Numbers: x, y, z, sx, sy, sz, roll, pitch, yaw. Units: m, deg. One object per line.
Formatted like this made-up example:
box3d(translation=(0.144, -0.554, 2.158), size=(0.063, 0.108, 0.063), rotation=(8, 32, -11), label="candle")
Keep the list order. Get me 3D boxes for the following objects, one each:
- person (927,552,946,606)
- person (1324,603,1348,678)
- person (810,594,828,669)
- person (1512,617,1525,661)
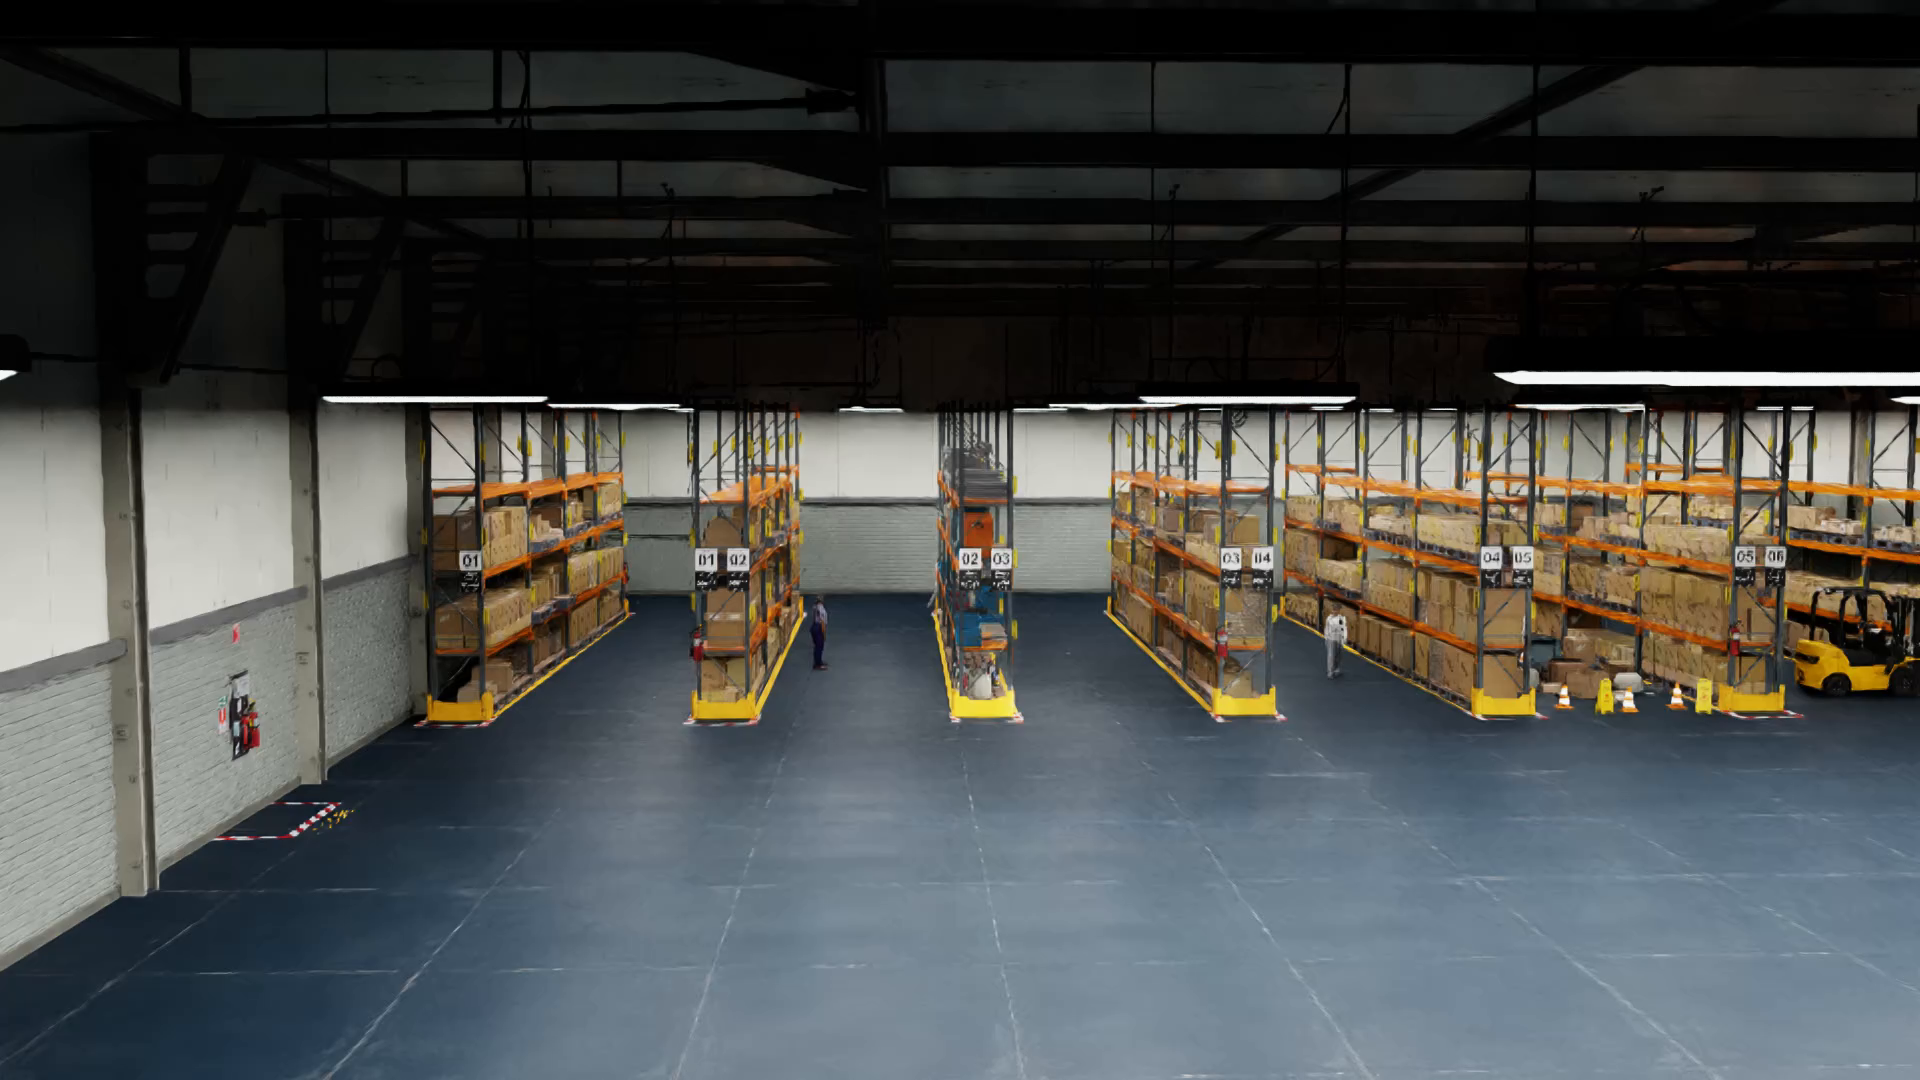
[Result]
box3d(translation=(-0.655, 1.169, 49.091), size=(0.643, 1.660, 0.497), rotation=(-4, 6, -44), label="person")
box3d(translation=(8.160, 2.154, 36.093), size=(0.483, 1.619, 0.999), rotation=(1, 4, 7), label="person")
box3d(translation=(-3.132, 2.049, 37.438), size=(0.448, 1.640, 0.573), rotation=(-2, 5, -26), label="person")
box3d(translation=(12.904, 1.892, 38.523), size=(0.570, 1.786, 0.653), rotation=(2, 5, 25), label="person")
